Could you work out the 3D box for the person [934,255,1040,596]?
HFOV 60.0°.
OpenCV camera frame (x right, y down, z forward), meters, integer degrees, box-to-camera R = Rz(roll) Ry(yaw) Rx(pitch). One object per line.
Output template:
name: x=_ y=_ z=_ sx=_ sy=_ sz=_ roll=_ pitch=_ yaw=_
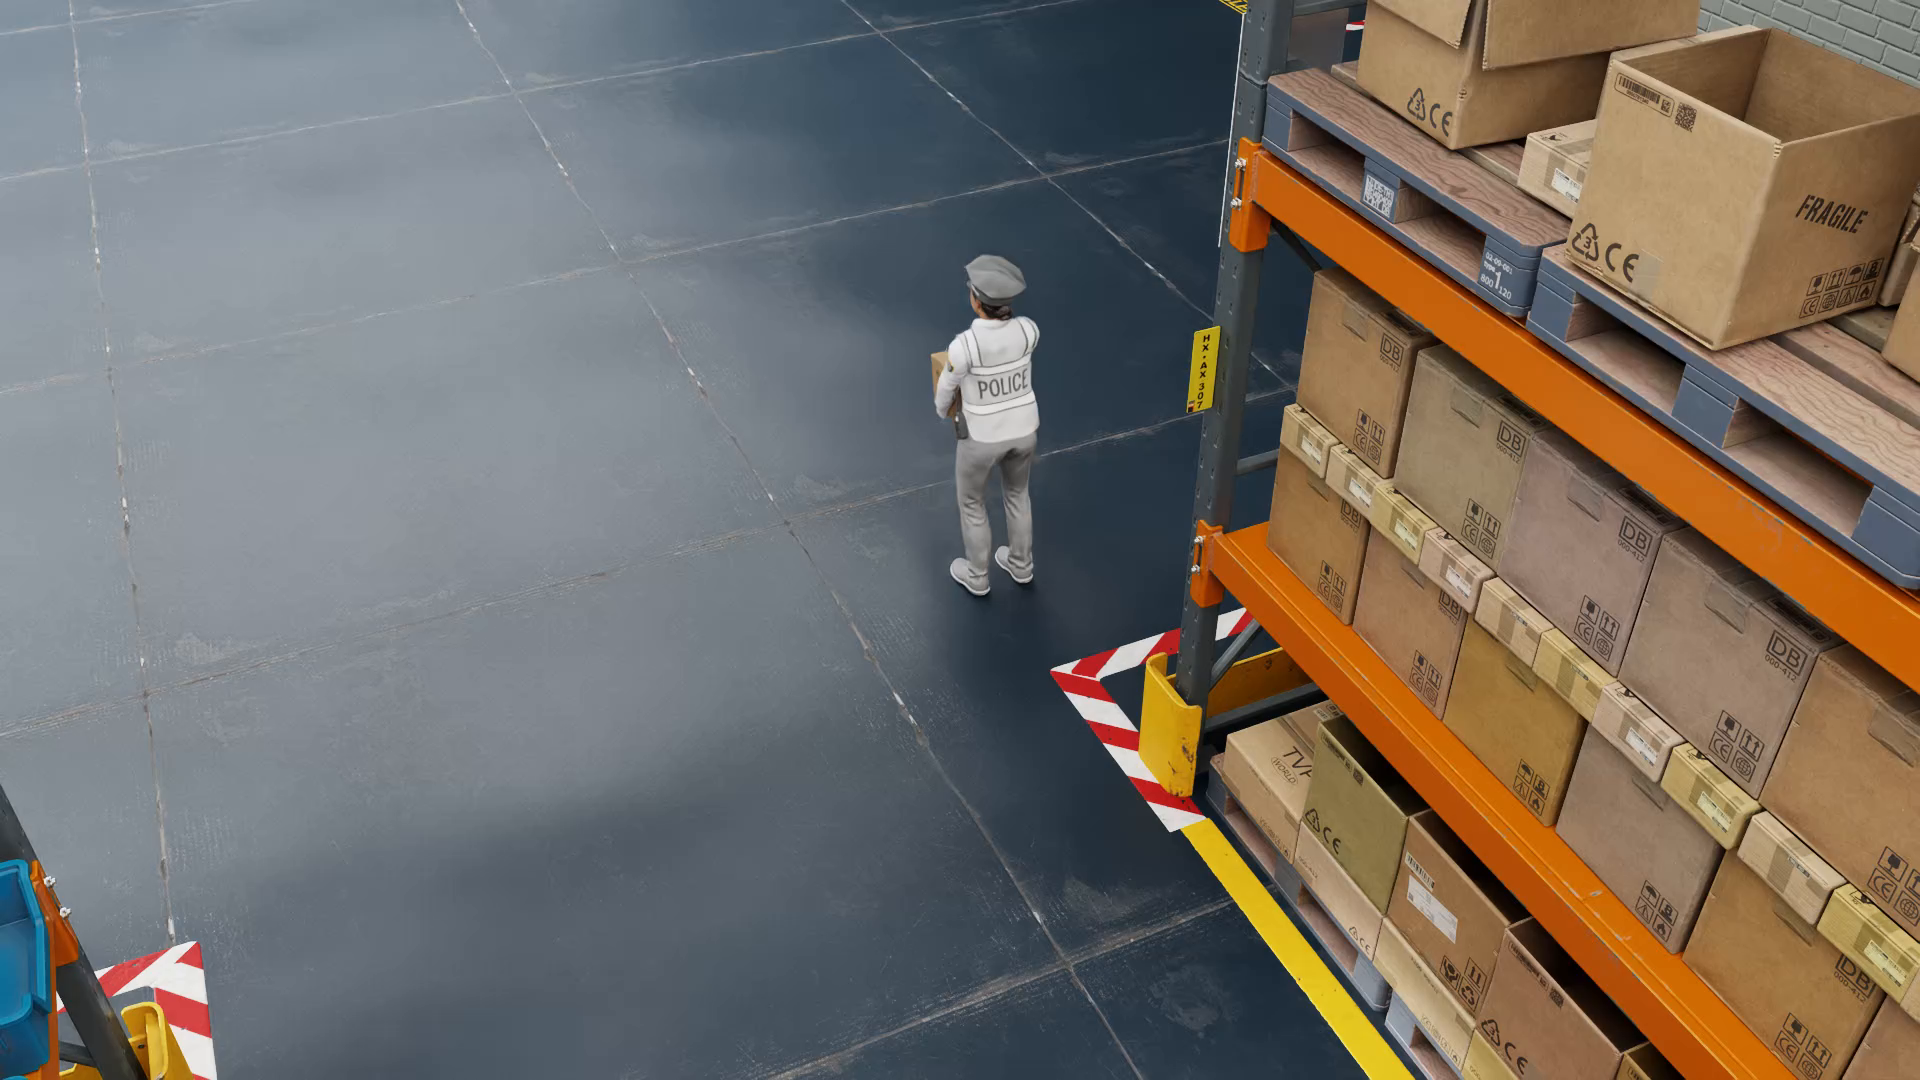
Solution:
person: x=0.113 y=-0.527 z=7.533 sx=0.417 sy=1.682 sz=0.528 roll=-17 pitch=41 yaw=-20
